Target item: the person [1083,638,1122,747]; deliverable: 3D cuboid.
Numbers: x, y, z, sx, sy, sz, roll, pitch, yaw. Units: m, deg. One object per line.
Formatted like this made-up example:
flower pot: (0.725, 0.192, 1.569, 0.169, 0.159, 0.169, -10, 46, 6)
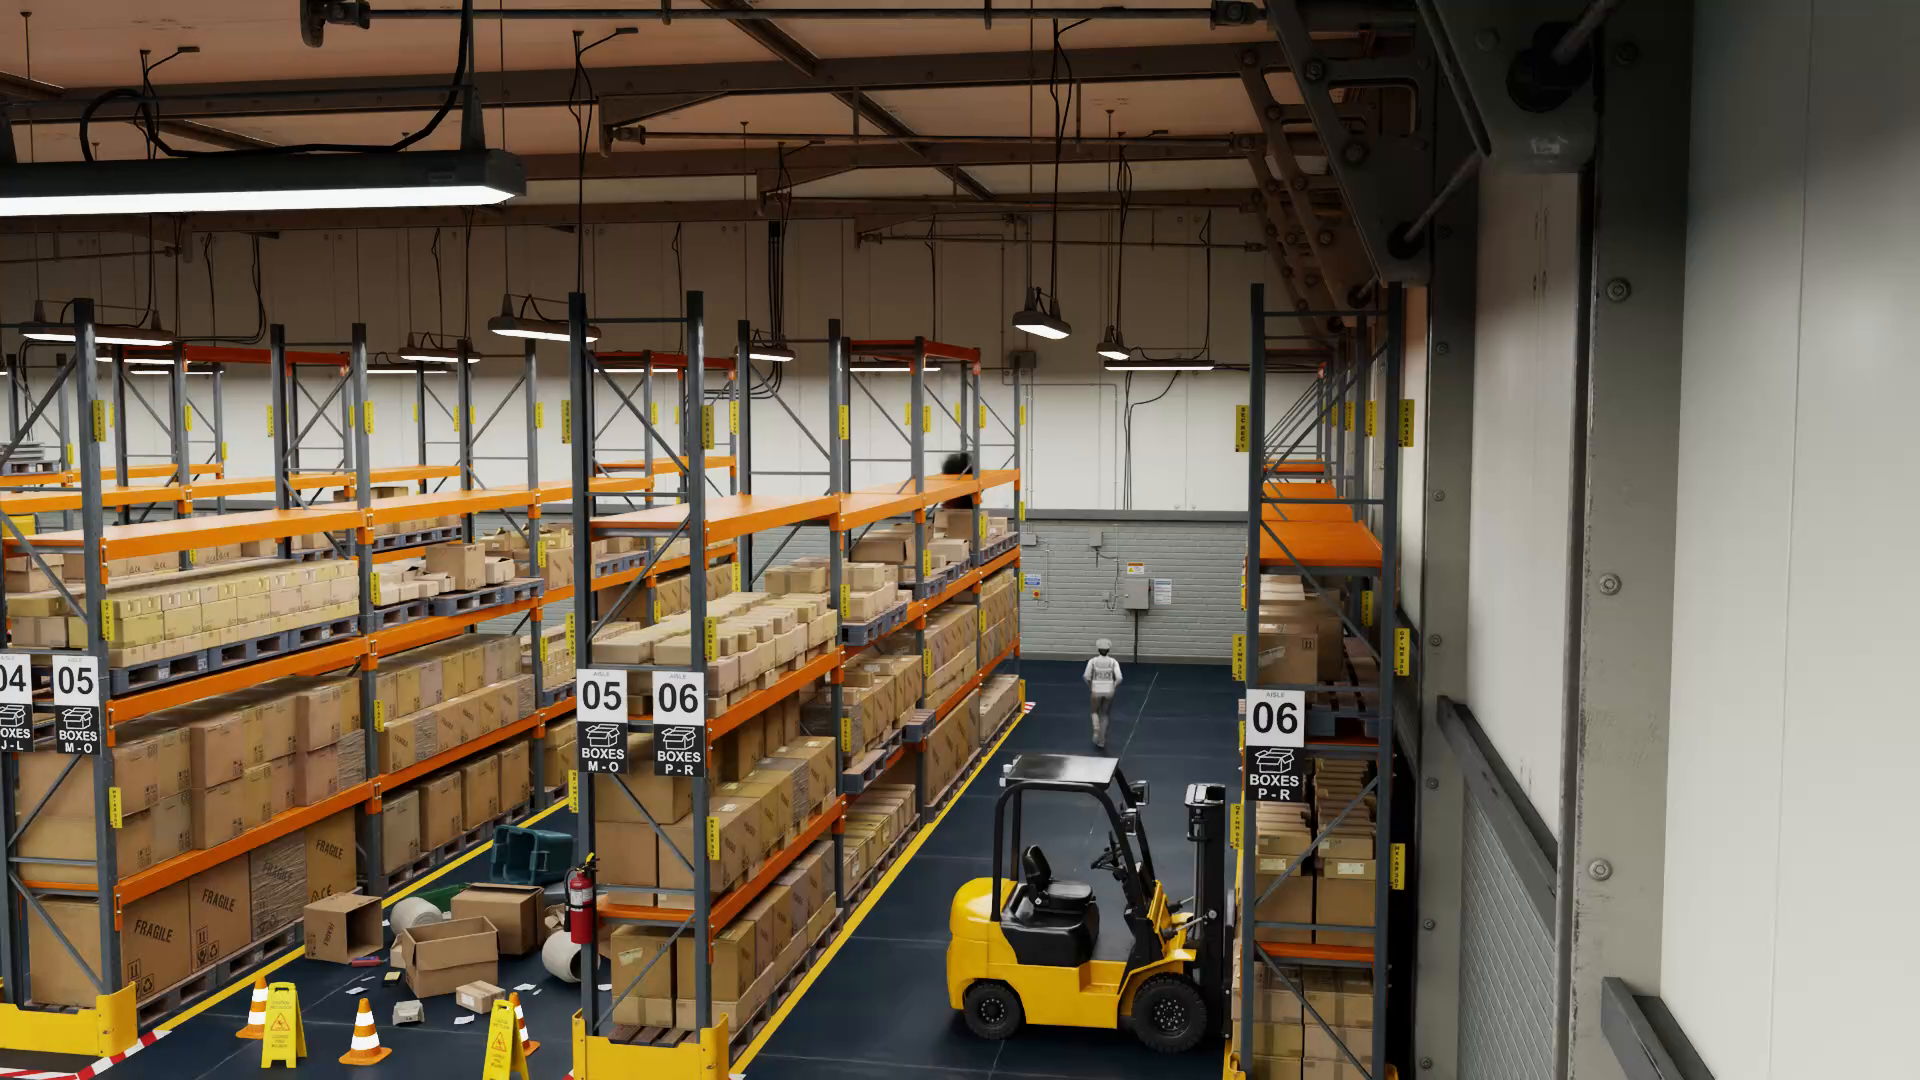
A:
person: (2.158, 2.313, 25.201, 0.599, 1.652, 0.524, 0, 5, 2)
